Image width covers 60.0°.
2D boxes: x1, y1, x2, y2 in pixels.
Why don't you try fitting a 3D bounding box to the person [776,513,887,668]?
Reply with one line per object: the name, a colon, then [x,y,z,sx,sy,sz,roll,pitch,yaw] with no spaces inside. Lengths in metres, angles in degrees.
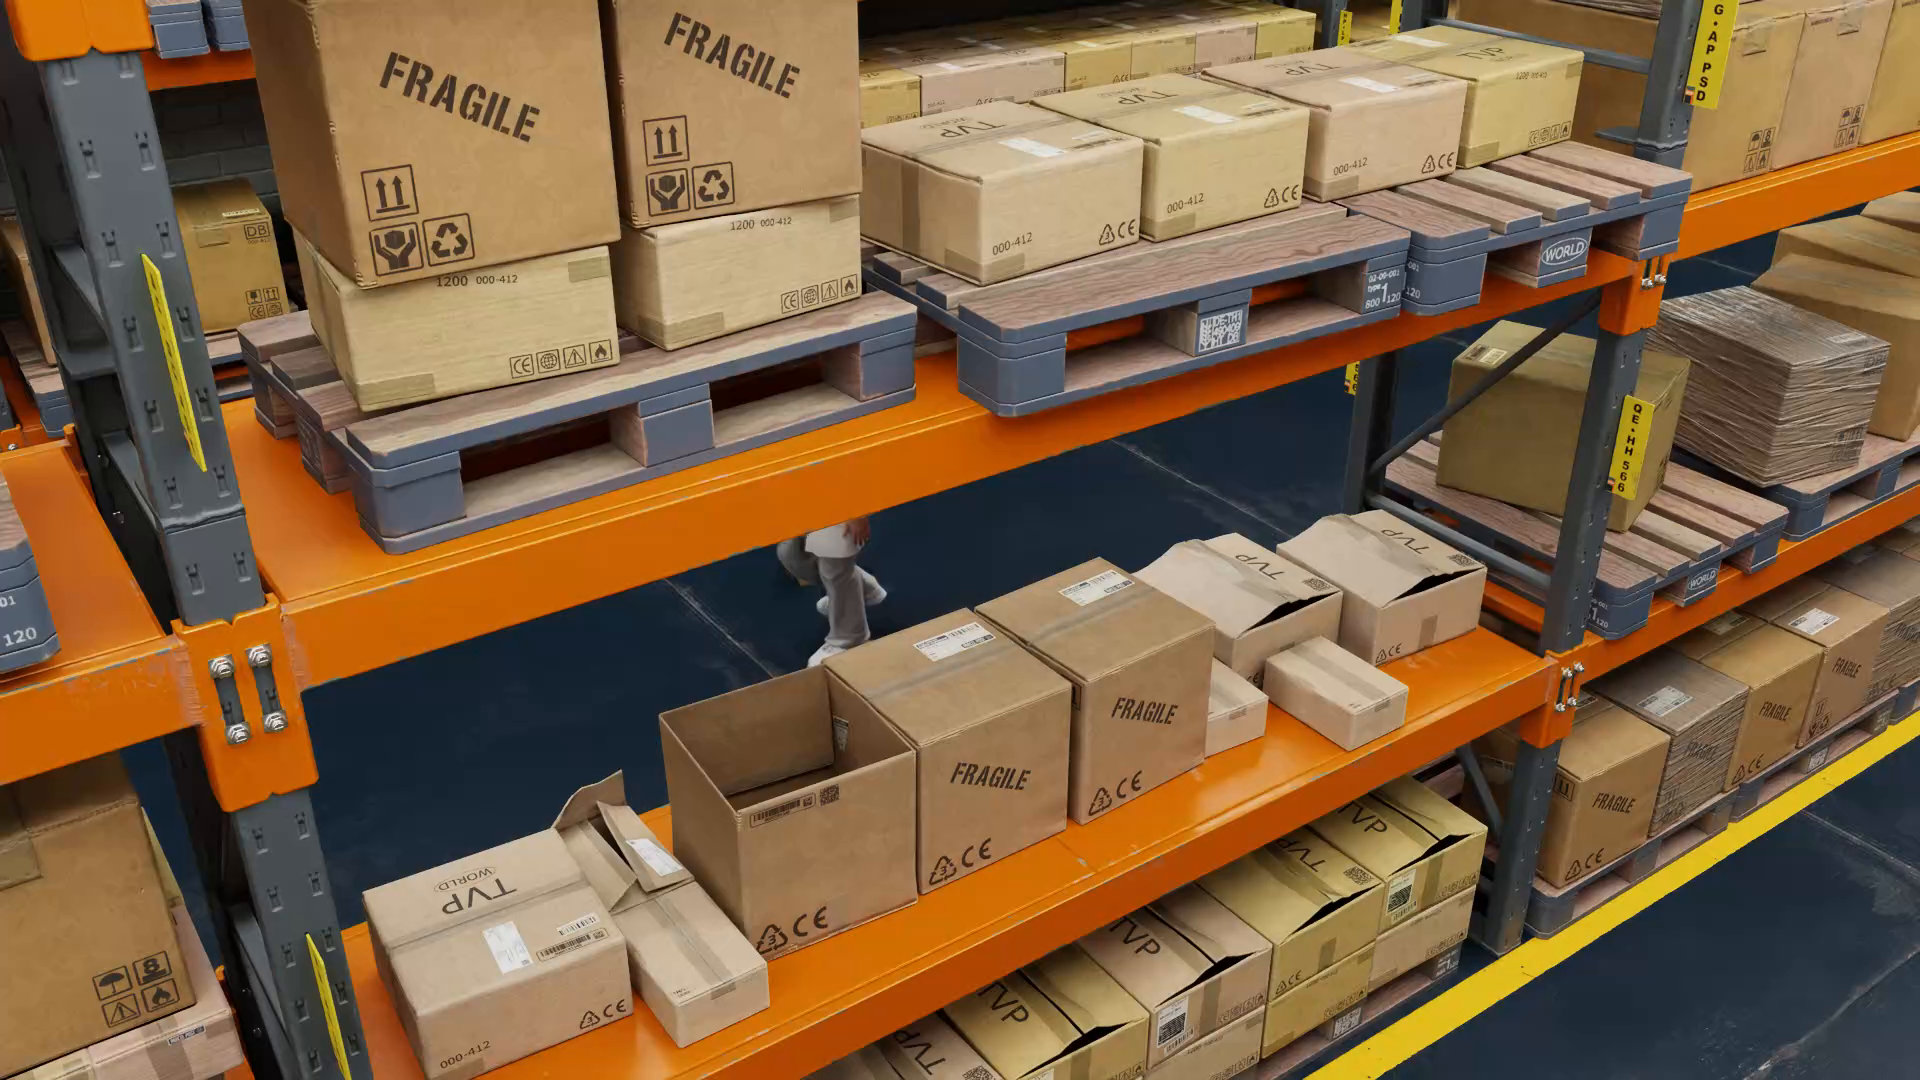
person: [-0.557,-0.232,7.553,0.578,1.772,0.628,-20,34,-32]
